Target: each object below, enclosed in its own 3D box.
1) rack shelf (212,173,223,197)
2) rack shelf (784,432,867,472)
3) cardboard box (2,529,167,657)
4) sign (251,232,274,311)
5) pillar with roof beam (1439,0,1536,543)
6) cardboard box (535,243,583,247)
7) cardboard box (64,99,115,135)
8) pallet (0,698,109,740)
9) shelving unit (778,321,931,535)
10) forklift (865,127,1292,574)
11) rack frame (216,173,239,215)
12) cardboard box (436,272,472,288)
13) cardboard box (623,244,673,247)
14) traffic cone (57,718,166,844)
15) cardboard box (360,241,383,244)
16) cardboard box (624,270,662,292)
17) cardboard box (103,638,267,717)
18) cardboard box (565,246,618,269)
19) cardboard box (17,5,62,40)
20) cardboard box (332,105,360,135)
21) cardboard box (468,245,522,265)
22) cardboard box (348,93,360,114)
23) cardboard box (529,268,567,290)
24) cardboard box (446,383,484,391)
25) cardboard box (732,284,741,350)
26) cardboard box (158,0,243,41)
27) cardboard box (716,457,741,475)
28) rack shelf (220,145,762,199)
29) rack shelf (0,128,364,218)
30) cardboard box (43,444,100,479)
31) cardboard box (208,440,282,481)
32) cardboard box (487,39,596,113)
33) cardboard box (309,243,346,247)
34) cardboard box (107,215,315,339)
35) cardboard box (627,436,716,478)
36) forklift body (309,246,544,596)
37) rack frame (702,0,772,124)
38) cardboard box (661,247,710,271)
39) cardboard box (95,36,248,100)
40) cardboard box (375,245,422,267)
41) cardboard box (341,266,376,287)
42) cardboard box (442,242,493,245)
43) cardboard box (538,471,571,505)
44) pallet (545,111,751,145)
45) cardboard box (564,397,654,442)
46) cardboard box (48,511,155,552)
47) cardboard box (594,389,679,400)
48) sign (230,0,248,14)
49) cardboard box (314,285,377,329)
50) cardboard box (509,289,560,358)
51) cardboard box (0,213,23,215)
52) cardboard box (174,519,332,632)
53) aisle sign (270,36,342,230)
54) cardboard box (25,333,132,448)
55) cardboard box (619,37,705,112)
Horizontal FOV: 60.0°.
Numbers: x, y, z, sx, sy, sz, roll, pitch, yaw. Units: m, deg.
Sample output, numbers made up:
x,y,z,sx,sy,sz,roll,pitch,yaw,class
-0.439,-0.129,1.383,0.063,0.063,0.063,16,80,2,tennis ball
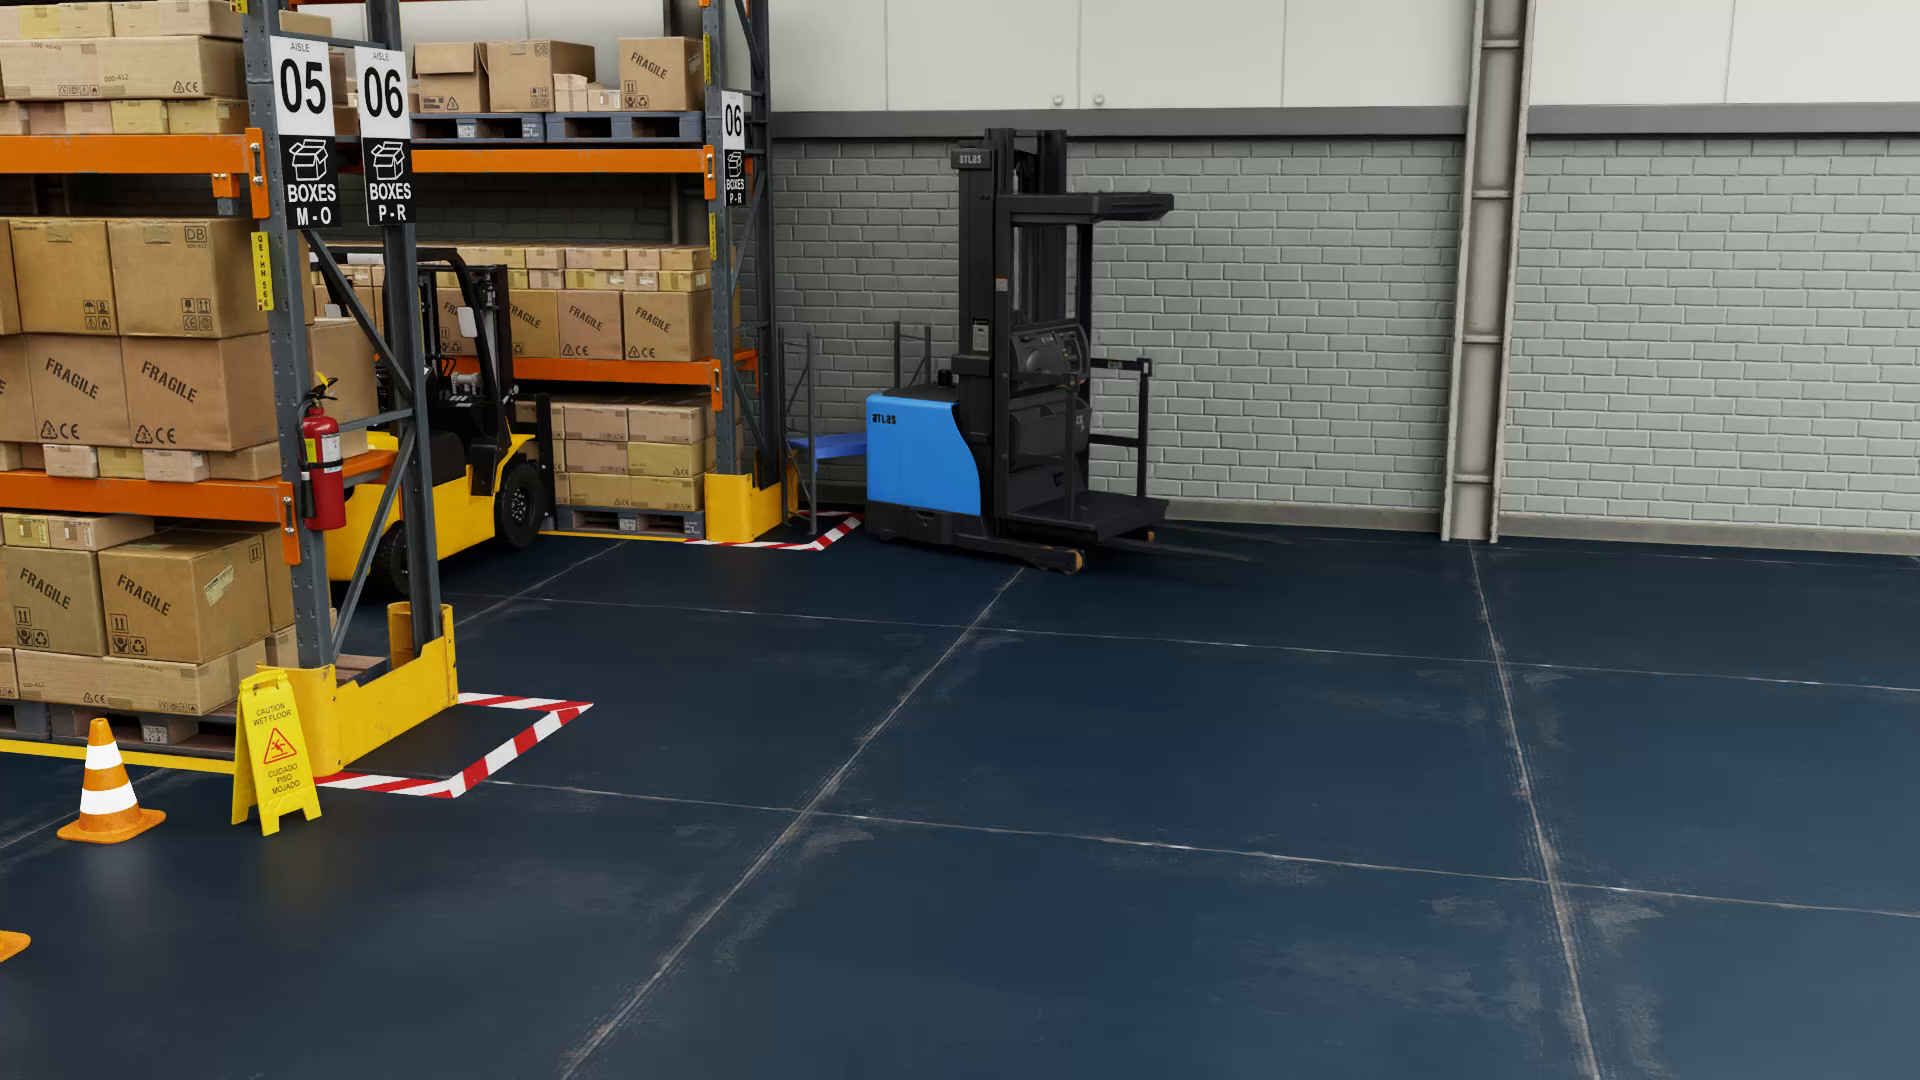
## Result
x,y,z,sx,sy,sz,roll,pitch,yaw,class
-7.424,-2.996,13.547,4.000,0.370,1.077,3,13,14,rack shelf
-0.795,-0.701,12.760,1.000,0.185,0.538,-8,15,-32,rack shelf
-4.132,0.231,7.915,0.500,0.500,0.500,4,13,16,cardboard box
-2.937,-1.131,7.004,0.005,0.325,0.100,3,13,14,sign
2.735,-3.509,7.274,0.400,9.000,9.100,3,13,14,pillar with roof beam
-3.109,-2.234,12.964,0.250,0.149,0.380,3,13,12,cardboard box
-3.697,-1.856,7.327,0.250,0.149,0.380,3,13,15,cardboard box
-4.819,0.717,8.515,1.213,0.211,1.003,3,13,14,pallet
-0.795,-0.876,12.721,1.048,1.500,0.538,-8,15,-32,shelving unit
0.800,-1.331,11.464,3.031,2.935,1.130,9,15,34,forklift
-5.482,-1.779,13.326,0.127,3.000,1.000,3,13,14,rack frame
-3.739,-1.988,12.540,0.250,0.149,0.380,3,13,12,cardboard box
-2.379,-2.176,12.700,0.250,0.149,0.380,3,13,15,cardboard box
-3.511,0.960,6.837,0.334,0.463,0.336,3,13,14,traffic cone
-4.606,-2.304,13.277,0.250,0.149,0.380,3,13,13,cardboard box
-2.258,-1.903,12.156,0.250,0.149,0.380,3,13,14,cardboard box
-3.657,0.624,7.877,0.500,0.250,0.500,3,13,13,cardboard box
-2.728,-2.099,12.354,0.250,0.149,0.380,3,13,14,cardboard box
-3.911,-2.269,7.347,0.250,0.149,0.380,3,13,14,cardboard box
-3.029,-1.954,7.772,0.250,0.149,0.380,3,13,14,cardboard box
-3.488,-2.135,12.514,0.250,0.149,0.380,3,13,14,cardboard box
-4.373,-3.247,12.399,0.250,0.149,0.380,3,13,15,cardboard box
-3.003,-1.948,12.362,0.250,0.149,0.380,3,13,12,cardboard box
-3.975,-1.093,13.303,0.500,0.250,0.500,3,13,14,cardboard box
-2.013,-1.704,12.759,0.500,0.500,0.500,3,13,15,cardboard box
-3.183,-2.214,7.100,0.250,0.149,0.380,3,13,14,cardboard box
-2.029,-0.500,12.943,0.500,0.250,0.500,3,13,14,cardboard box
-3.540,-2.788,12.611,4.000,0.370,1.077,3,13,14,rack shelf
-4.726,-1.744,7.906,4.000,0.370,1.077,3,13,14,rack shelf
-3.972,-0.394,7.663,0.250,0.149,0.380,3,13,15,cardboard box
-3.199,-0.379,7.597,0.250,0.149,0.380,4,13,15,cardboard box
-3.057,-3.384,12.205,0.500,0.500,0.700,3,13,14,cardboard box
-4.964,-2.220,12.898,0.250,0.149,0.380,3,13,14,cardboard box
-3.333,-1.190,7.446,0.500,0.500,0.700,3,13,12,cardboard box
-2.146,-0.637,12.406,0.500,0.250,0.500,3,13,13,cardboard box
-3.877,-0.872,11.197,1.214,2.155,2.313,3,13,14,forklift body
-1.599,-4.500,11.741,0.127,3.000,1.000,3,13,14,rack frame
-1.997,-2.056,12.161,0.250,0.149,0.380,3,13,14,cardboard box
-3.346,-2.033,7.208,0.500,0.250,0.500,3,13,13,cardboard box
-4.235,-2.162,12.637,0.250,0.149,0.380,3,13,13,cardboard box
-4.503,-2.023,12.699,0.250,0.149,0.380,3,13,15,cardboard box
-3.864,-2.263,13.094,0.250,0.149,0.380,3,13,13,cardboard box
-3.095,-0.447,12.704,0.500,0.250,0.500,3,13,14,cardboard box
-2.279,-3.035,12.265,1.213,0.211,1.003,3,13,14,pallet
-2.618,-0.906,12.460,0.500,0.250,0.500,3,13,15,cardboard box
-3.997,-0.064,7.748,0.250,0.149,0.380,3,13,15,cardboard box
-2.506,-1.012,12.940,0.500,0.250,0.500,3,13,14,cardboard box
-2.937,-2.308,6.743,0.005,0.325,0.100,3,13,14,sign
-4.604,-1.726,12.858,0.500,0.500,0.500,3,13,15,cardboard box
-3.138,-1.646,12.495,0.500,0.500,0.500,3,13,12,cardboard box
-4.793,-1.278,7.842,0.500,0.500,0.700,3,13,13,cardboard box
-3.524,0.143,8.312,0.500,0.500,0.500,3,13,12,cardboard box
-2.794,-1.732,7.114,0.004,0.787,0.394,3,13,14,aisle sign
-3.862,-0.718,7.629,0.500,0.500,0.500,3,13,14,cardboard box
-2.087,-3.310,11.871,0.500,0.500,0.500,3,13,15,cardboard box
